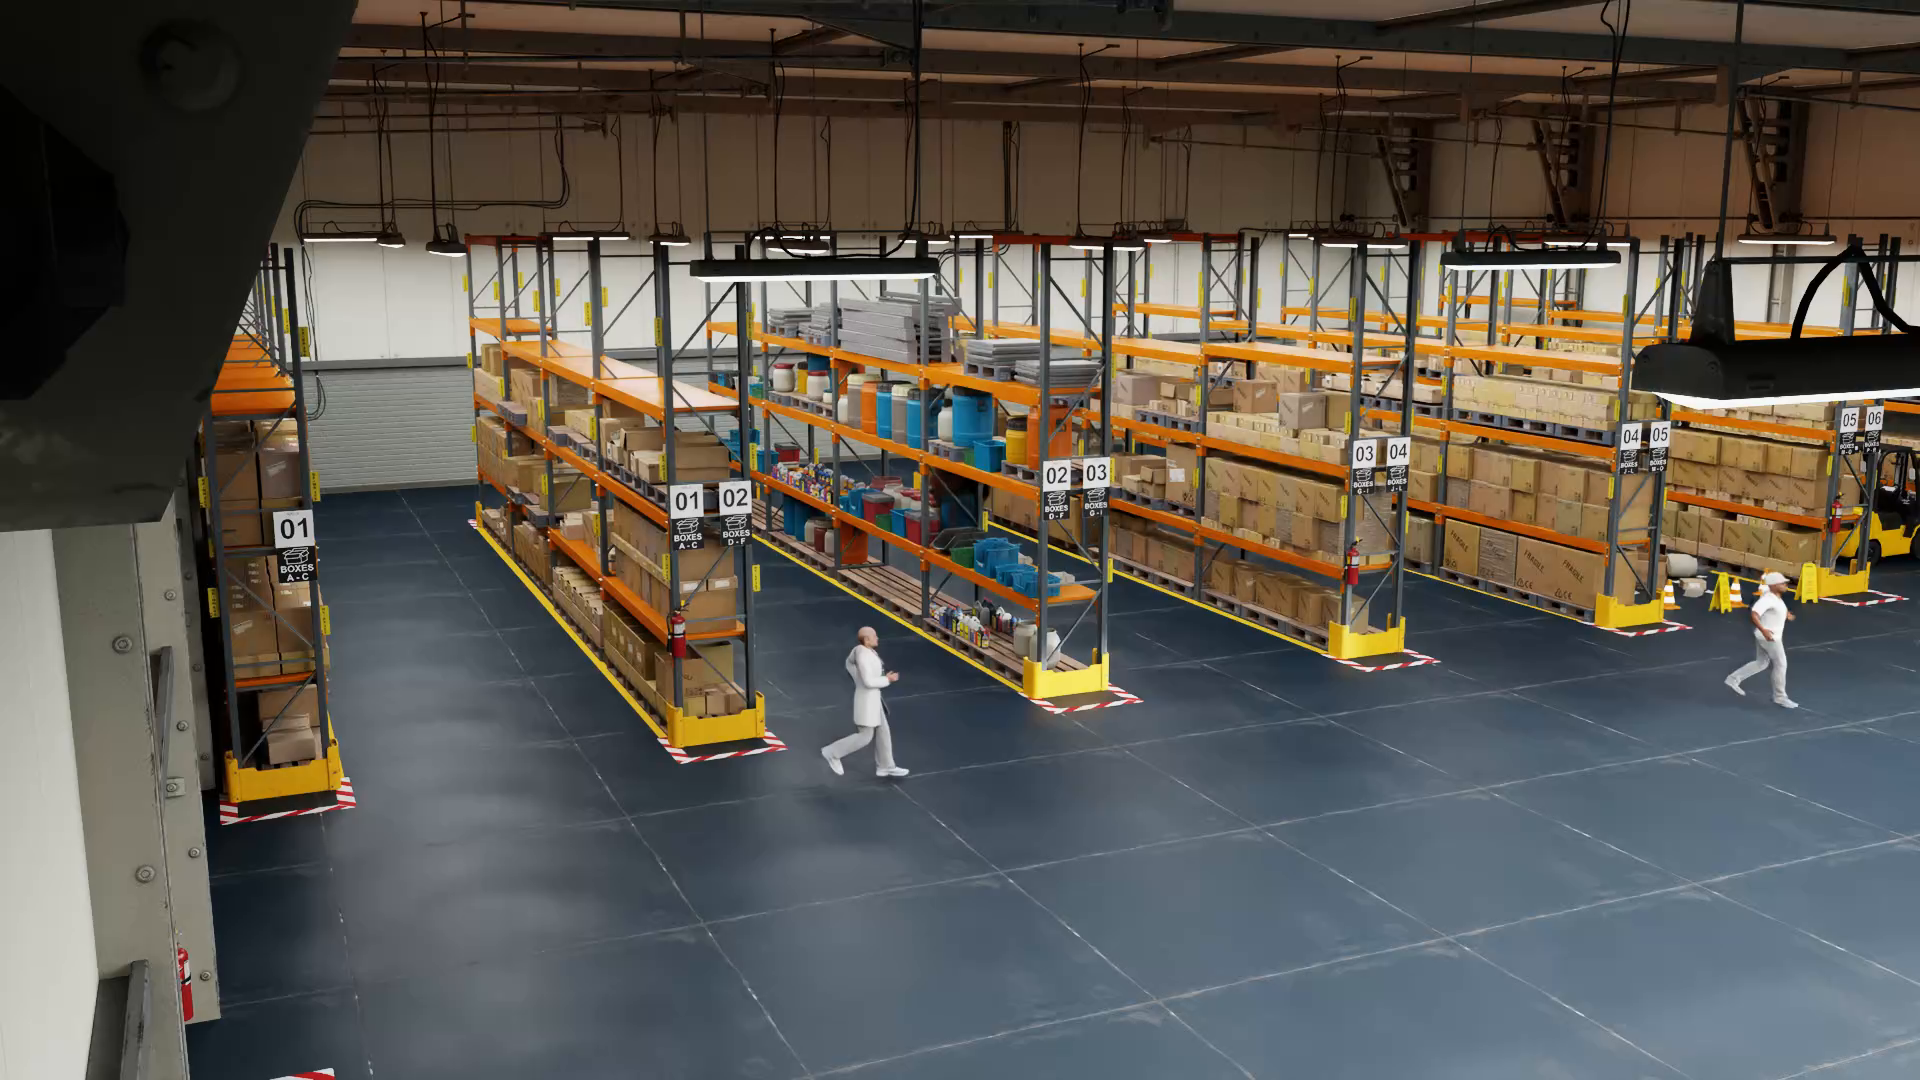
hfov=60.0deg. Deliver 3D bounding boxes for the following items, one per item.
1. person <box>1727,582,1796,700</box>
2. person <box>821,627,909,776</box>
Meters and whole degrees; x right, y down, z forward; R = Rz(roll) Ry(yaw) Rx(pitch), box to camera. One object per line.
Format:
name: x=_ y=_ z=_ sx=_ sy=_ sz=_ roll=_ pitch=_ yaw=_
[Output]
person: x=10.556 y=1.259 z=21.871 sx=0.771 sy=1.638 sz=0.682 roll=4 pitch=12 yaw=20
person: x=-1.083 y=1.843 z=18.897 sx=0.996 sy=1.755 sz=0.719 roll=0 pitch=11 yaw=-1
